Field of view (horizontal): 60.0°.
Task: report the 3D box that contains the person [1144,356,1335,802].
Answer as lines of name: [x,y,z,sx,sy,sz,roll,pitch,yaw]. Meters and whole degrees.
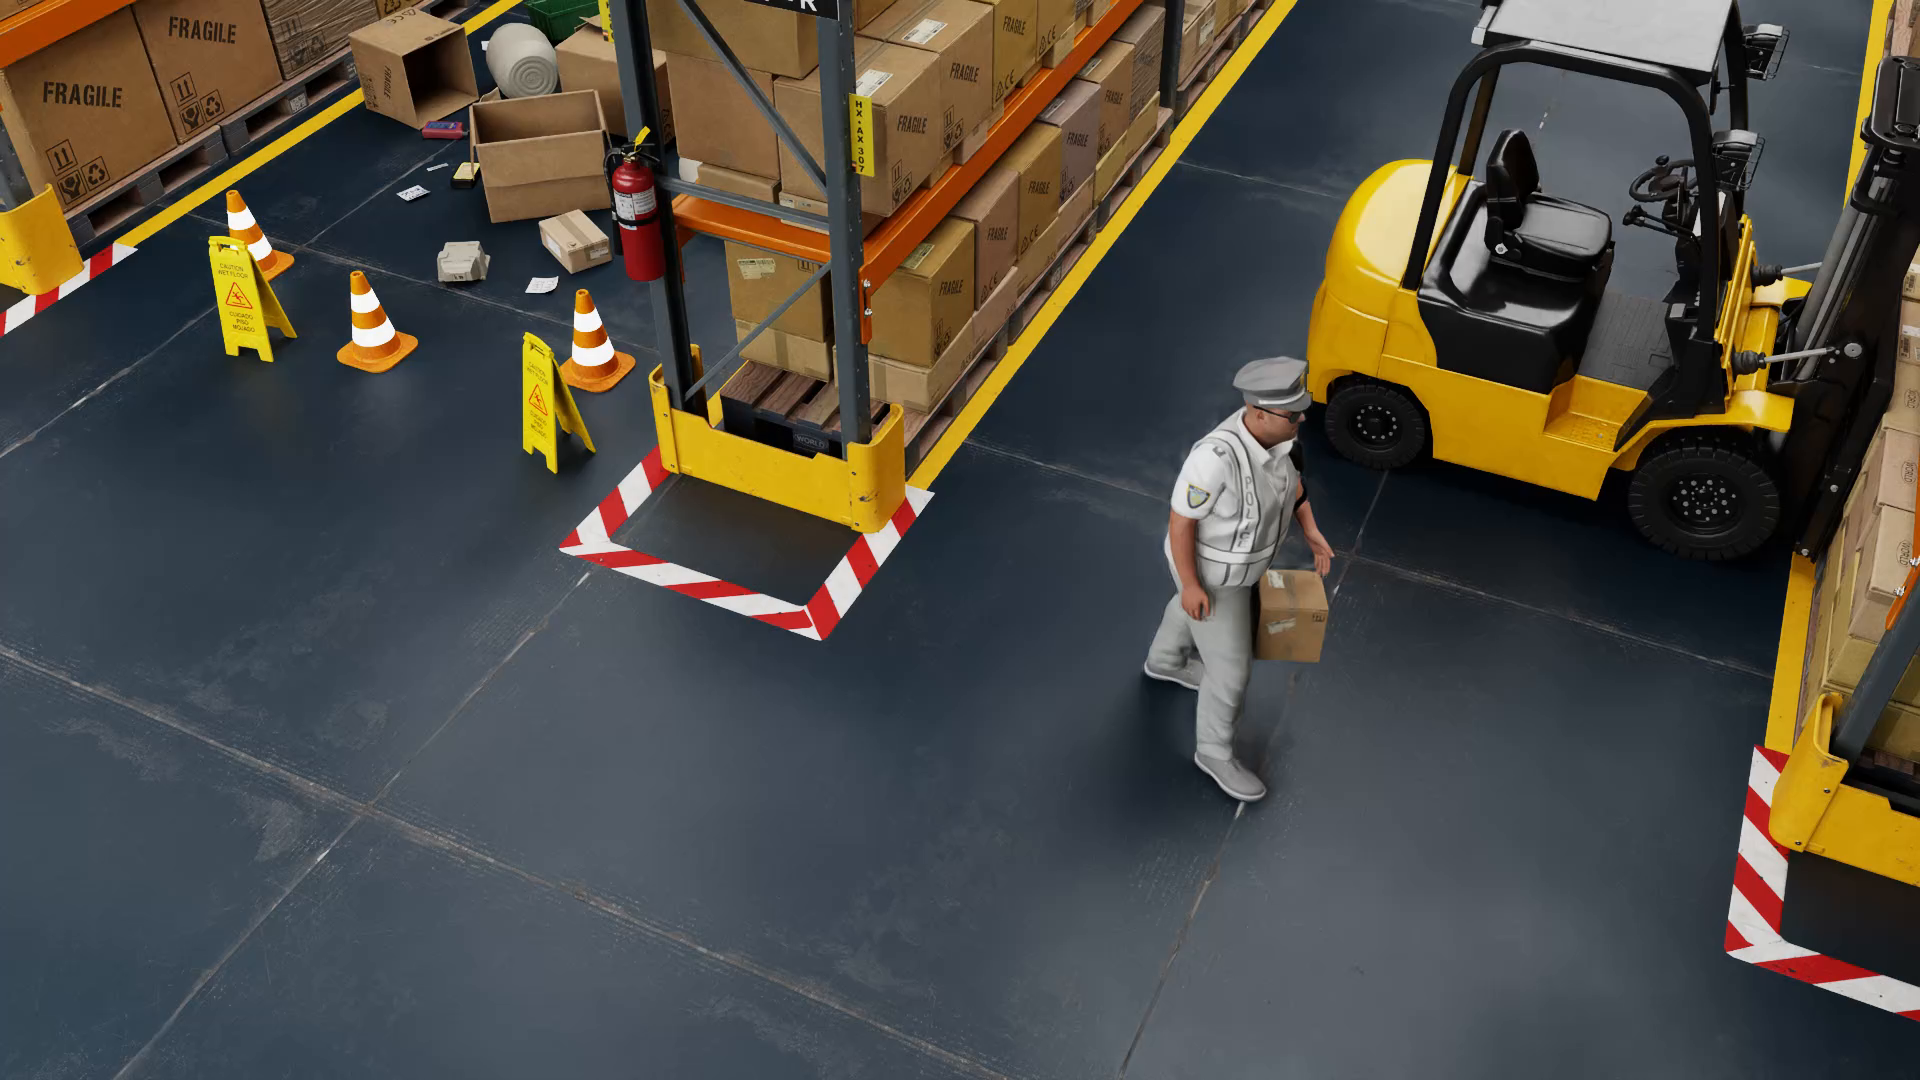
person: [1.012,0.069,6.081,0.735,1.736,0.667,25,48,26]
